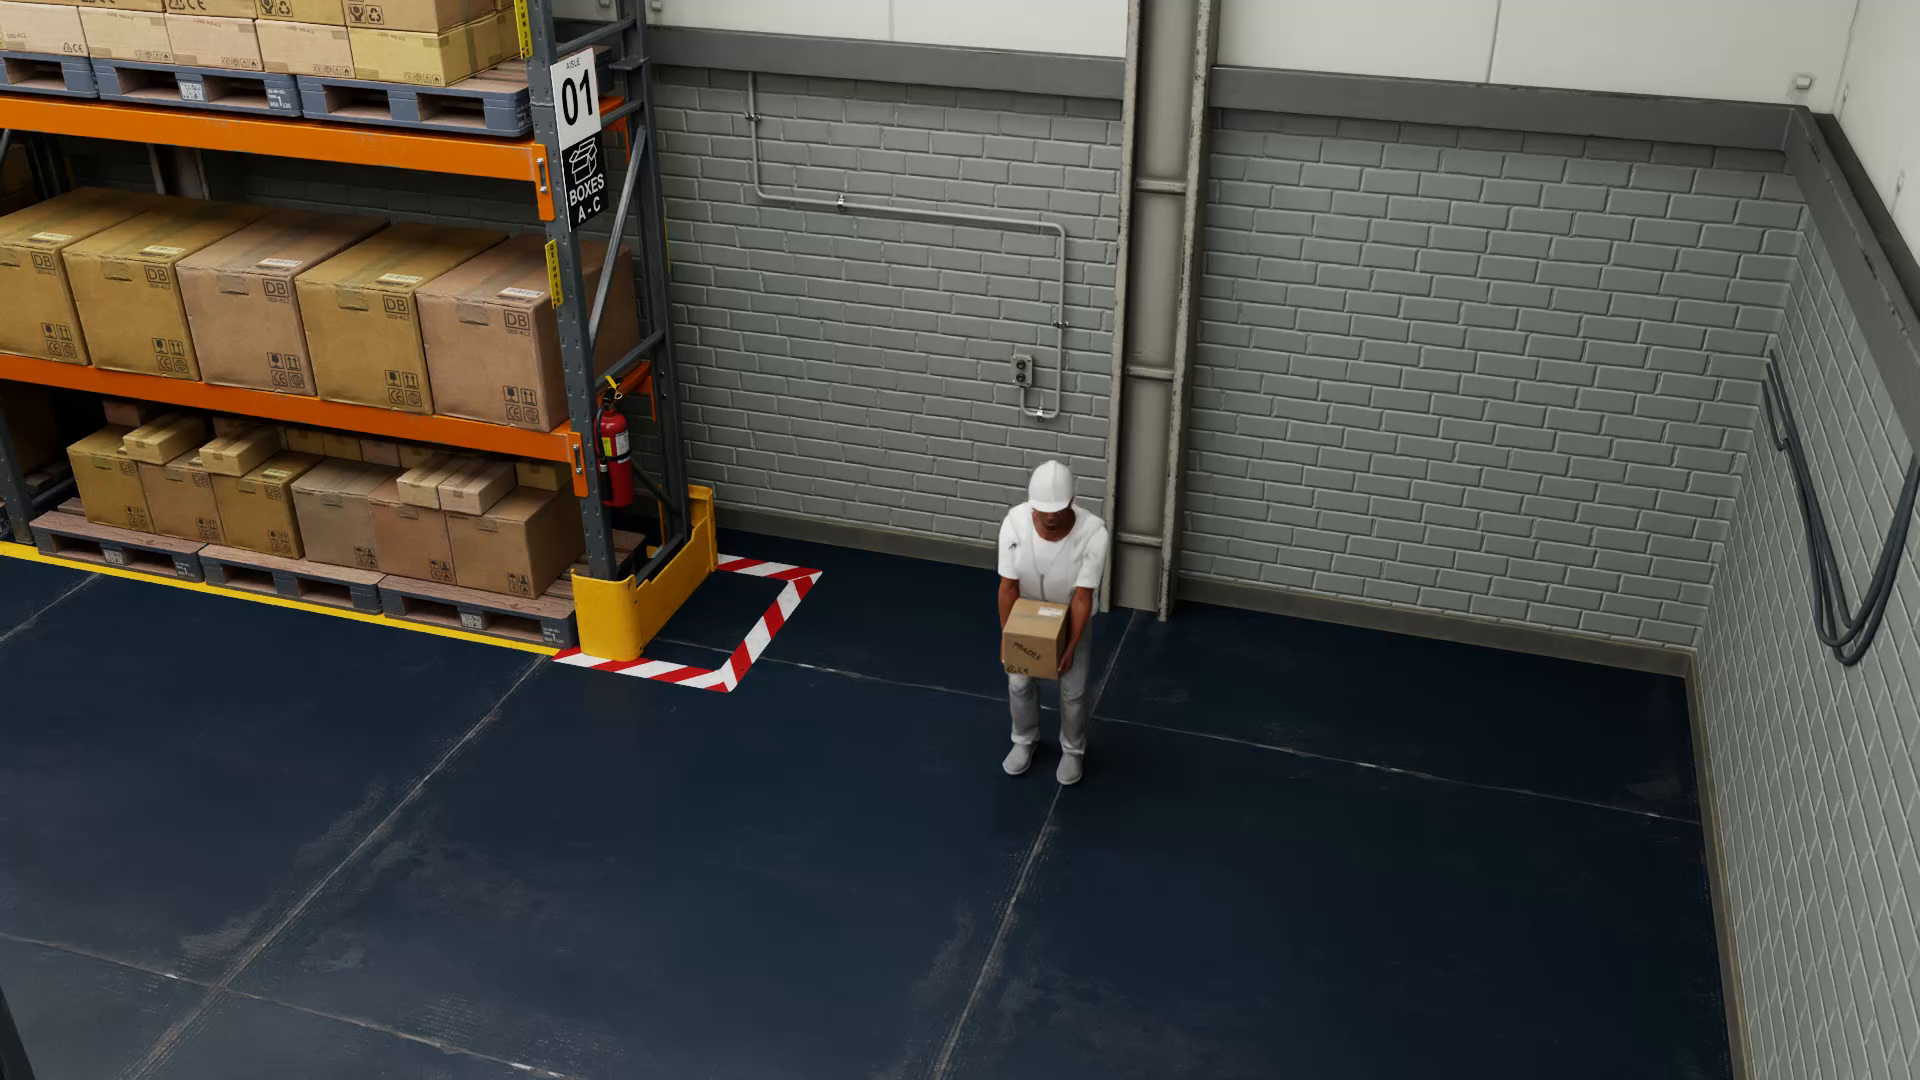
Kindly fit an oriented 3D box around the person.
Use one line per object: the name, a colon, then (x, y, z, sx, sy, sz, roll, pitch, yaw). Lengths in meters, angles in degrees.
person: (0.421, 0.068, 7.614, 0.497, 0.980, 0.601, 8, 30, 14)
